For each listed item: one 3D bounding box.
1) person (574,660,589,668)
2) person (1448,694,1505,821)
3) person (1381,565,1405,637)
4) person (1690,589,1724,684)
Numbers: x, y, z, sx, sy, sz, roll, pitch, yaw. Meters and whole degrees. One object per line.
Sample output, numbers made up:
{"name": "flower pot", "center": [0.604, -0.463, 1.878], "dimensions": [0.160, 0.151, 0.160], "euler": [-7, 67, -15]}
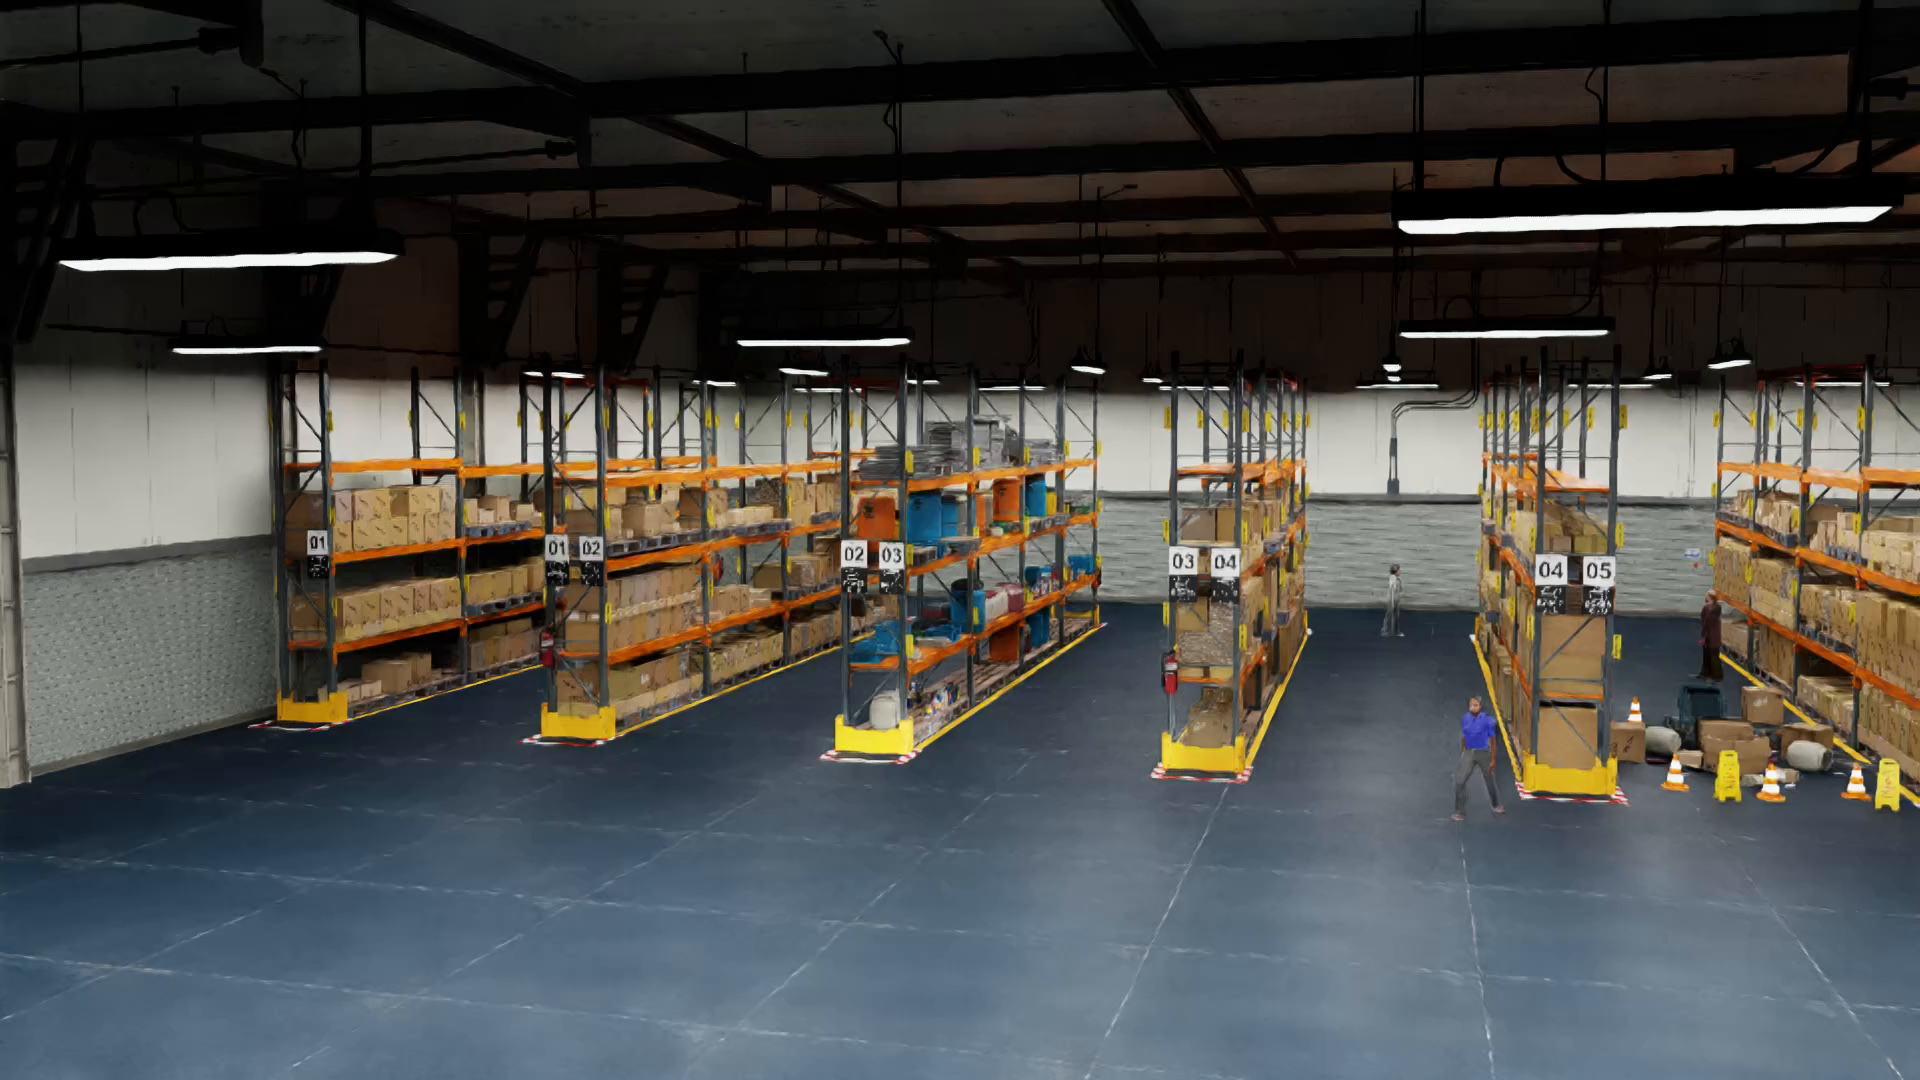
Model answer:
{"name": "person", "center": [-6.840, 1.939, 30.236], "dimensions": [0.476, 1.759, 0.593], "euler": [-1, 4, -17]}
{"name": "person", "center": [6.504, 2.705, 20.837], "dimensions": [0.502, 1.593, 0.941], "euler": [3, 5, 37]}
{"name": "person", "center": [10.020, 1.401, 38.447], "dimensions": [0.488, 1.670, 0.582], "euler": [2, 4, 24]}
{"name": "person", "center": [14.283, 1.815, 31.740], "dimensions": [0.654, 1.771, 0.693], "euler": [3, 5, 34]}
